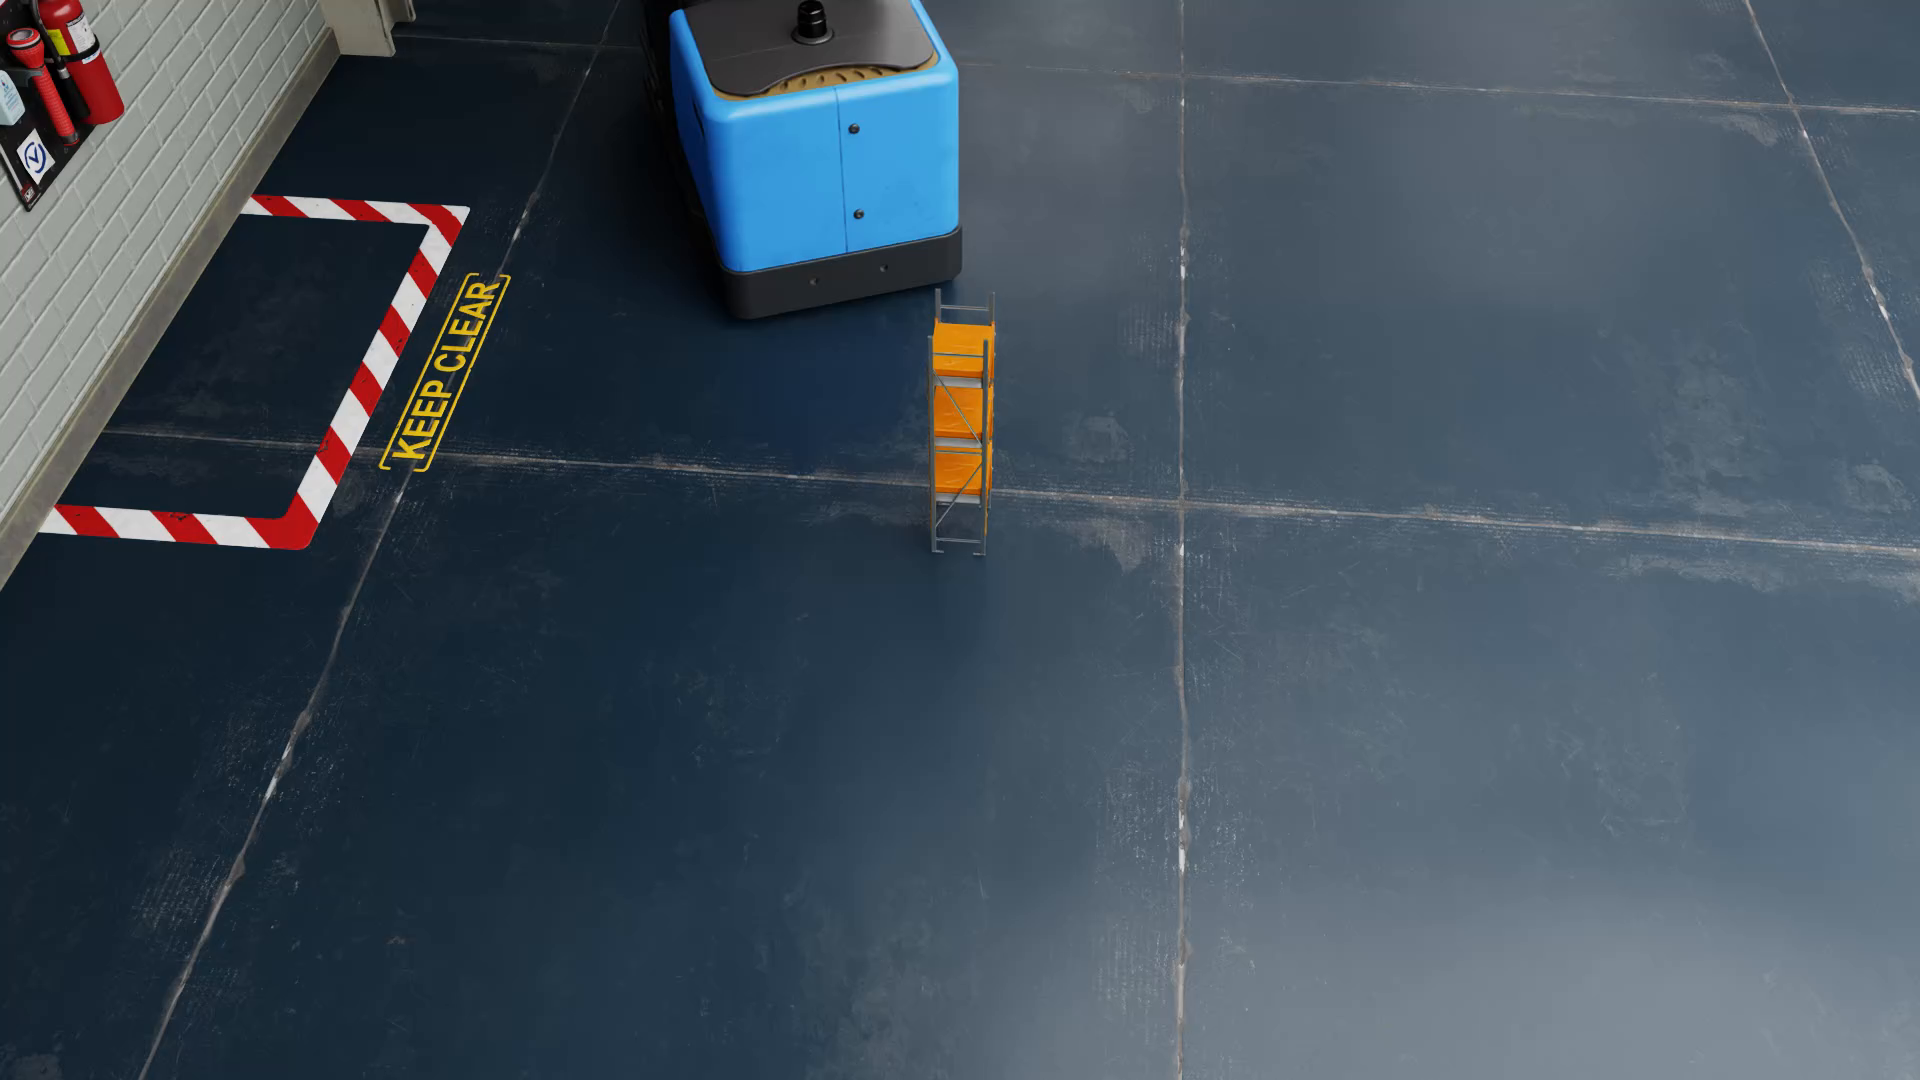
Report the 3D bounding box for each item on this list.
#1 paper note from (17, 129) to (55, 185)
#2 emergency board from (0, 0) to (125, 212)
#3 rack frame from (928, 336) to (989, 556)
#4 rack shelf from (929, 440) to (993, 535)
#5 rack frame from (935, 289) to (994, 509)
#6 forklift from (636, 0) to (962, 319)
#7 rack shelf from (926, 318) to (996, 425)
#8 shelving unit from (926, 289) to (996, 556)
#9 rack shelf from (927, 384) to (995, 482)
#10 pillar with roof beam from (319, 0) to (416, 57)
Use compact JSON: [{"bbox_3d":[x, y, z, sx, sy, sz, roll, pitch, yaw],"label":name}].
[{"bbox_3d":[-3.390,-1.408,6.102,0.016,0.148,0.142,4,48,4],"label":"paper note"},{"bbox_3d":[-3.305,-1.830,5.891,0.194,1.169,0.643,4,48,4],"label":"emergency board"},{"bbox_3d":[-0.006,-0.304,5.817,0.200,1.050,0.008,4,48,4],"label":"rack frame"},{"bbox_3d":[0.005,-0.199,6.111,0.215,0.259,0.240,4,48,4],"label":"rack shelf"},{"bbox_3d":[0.016,-0.483,5.981,0.200,1.050,0.008,4,48,4],"label":"rack frame"},{"bbox_3d":[-0.911,-3.031,7.036,1.130,2.935,3.031,-13,49,-11],"label":"forklift"},{"bbox_3d":[0.005,-0.578,5.697,0.215,0.259,0.240,4,48,4],"label":"rack shelf"},{"bbox_3d":[0.005,-0.394,5.899,0.215,1.050,0.252,4,48,4],"label":"shelving unit"},{"bbox_3d":[0.005,-0.386,5.906,0.215,0.259,0.240,4,48,4],"label":"rack shelf"},{"bbox_3d":[1.246,-5.379,5.071,9.100,9.000,0.400,4,48,4],"label":"pillar with roof beam"}]
